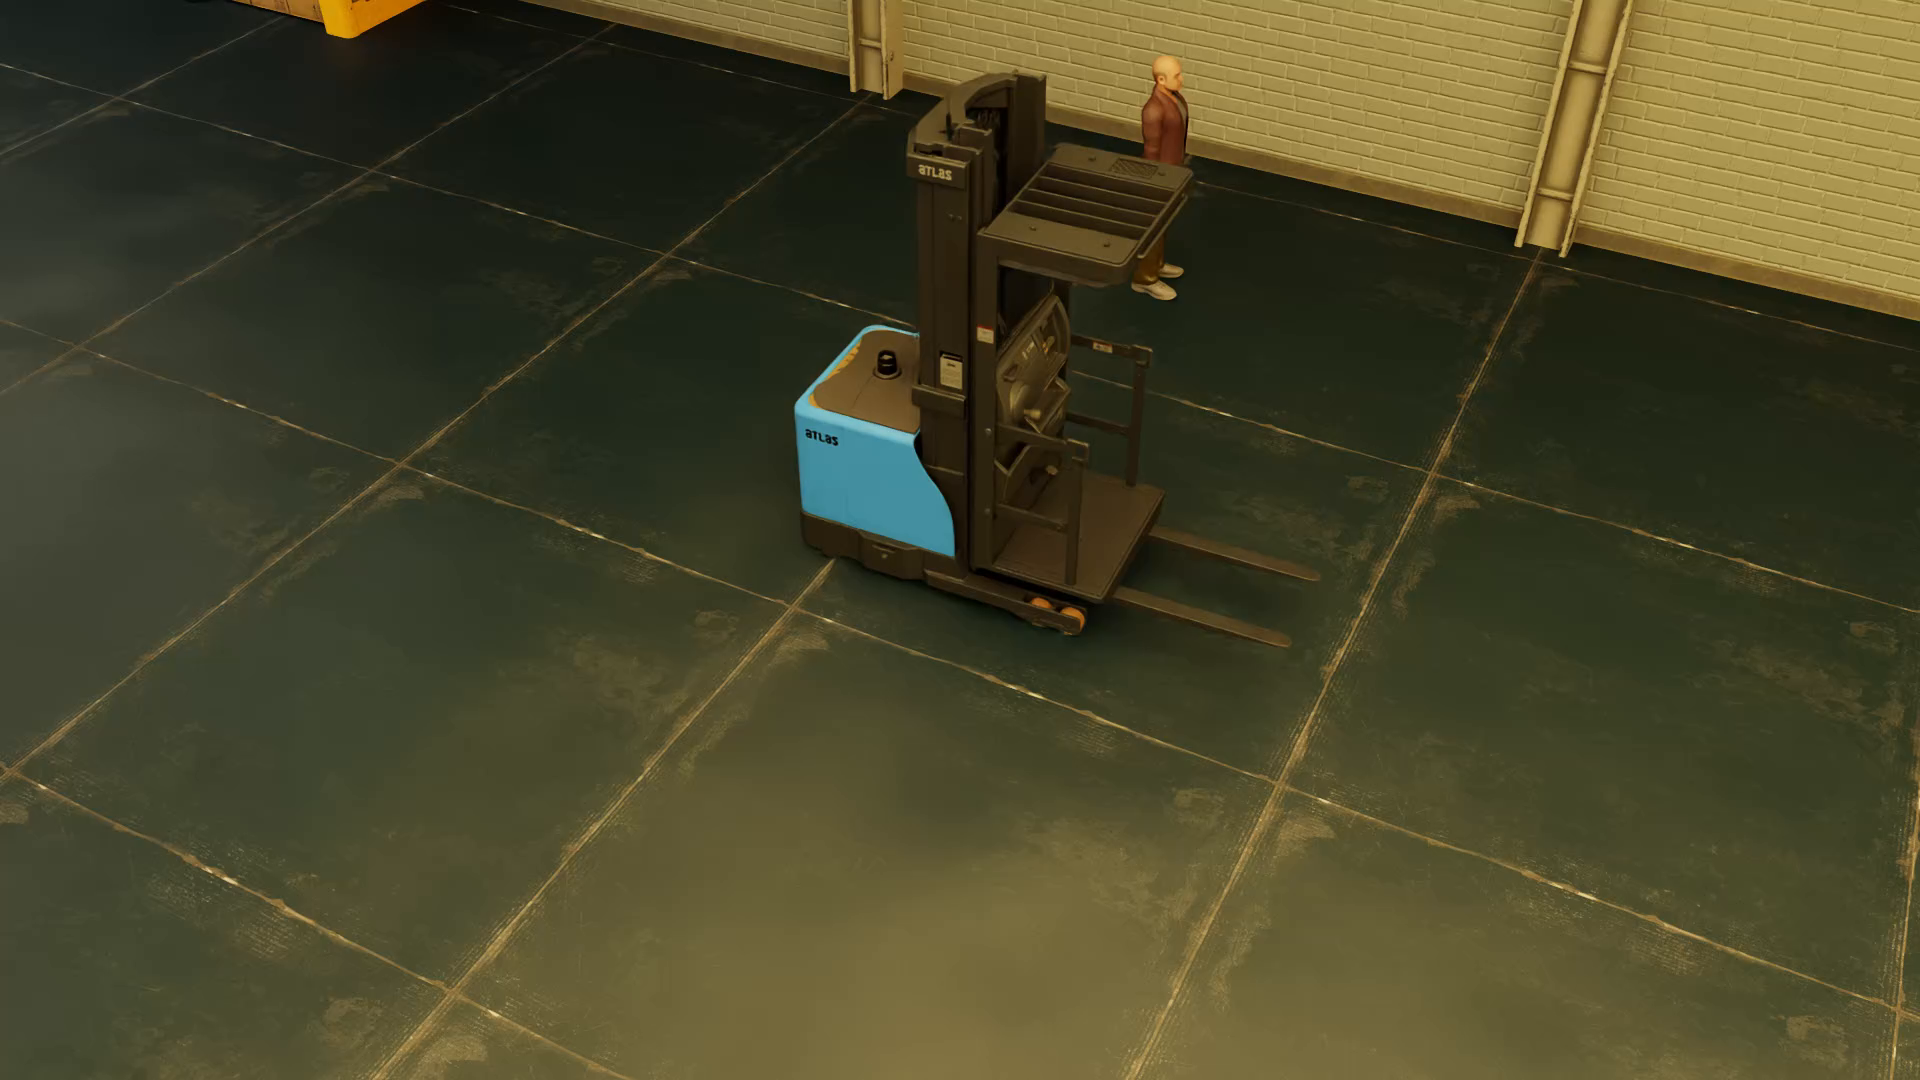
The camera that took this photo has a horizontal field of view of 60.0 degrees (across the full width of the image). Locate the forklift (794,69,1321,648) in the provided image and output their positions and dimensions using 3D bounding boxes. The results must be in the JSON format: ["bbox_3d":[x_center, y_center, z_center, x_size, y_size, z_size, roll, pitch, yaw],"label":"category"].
[{"bbox_3d":[0.588,-0.960,9.126,3.031,2.935,1.130,16,43,19],"label":"forklift"}]

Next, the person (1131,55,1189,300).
[{"bbox_3d":[1.484,-2.638,12.011,0.389,1.782,0.547,11,41,12],"label":"person"}]
